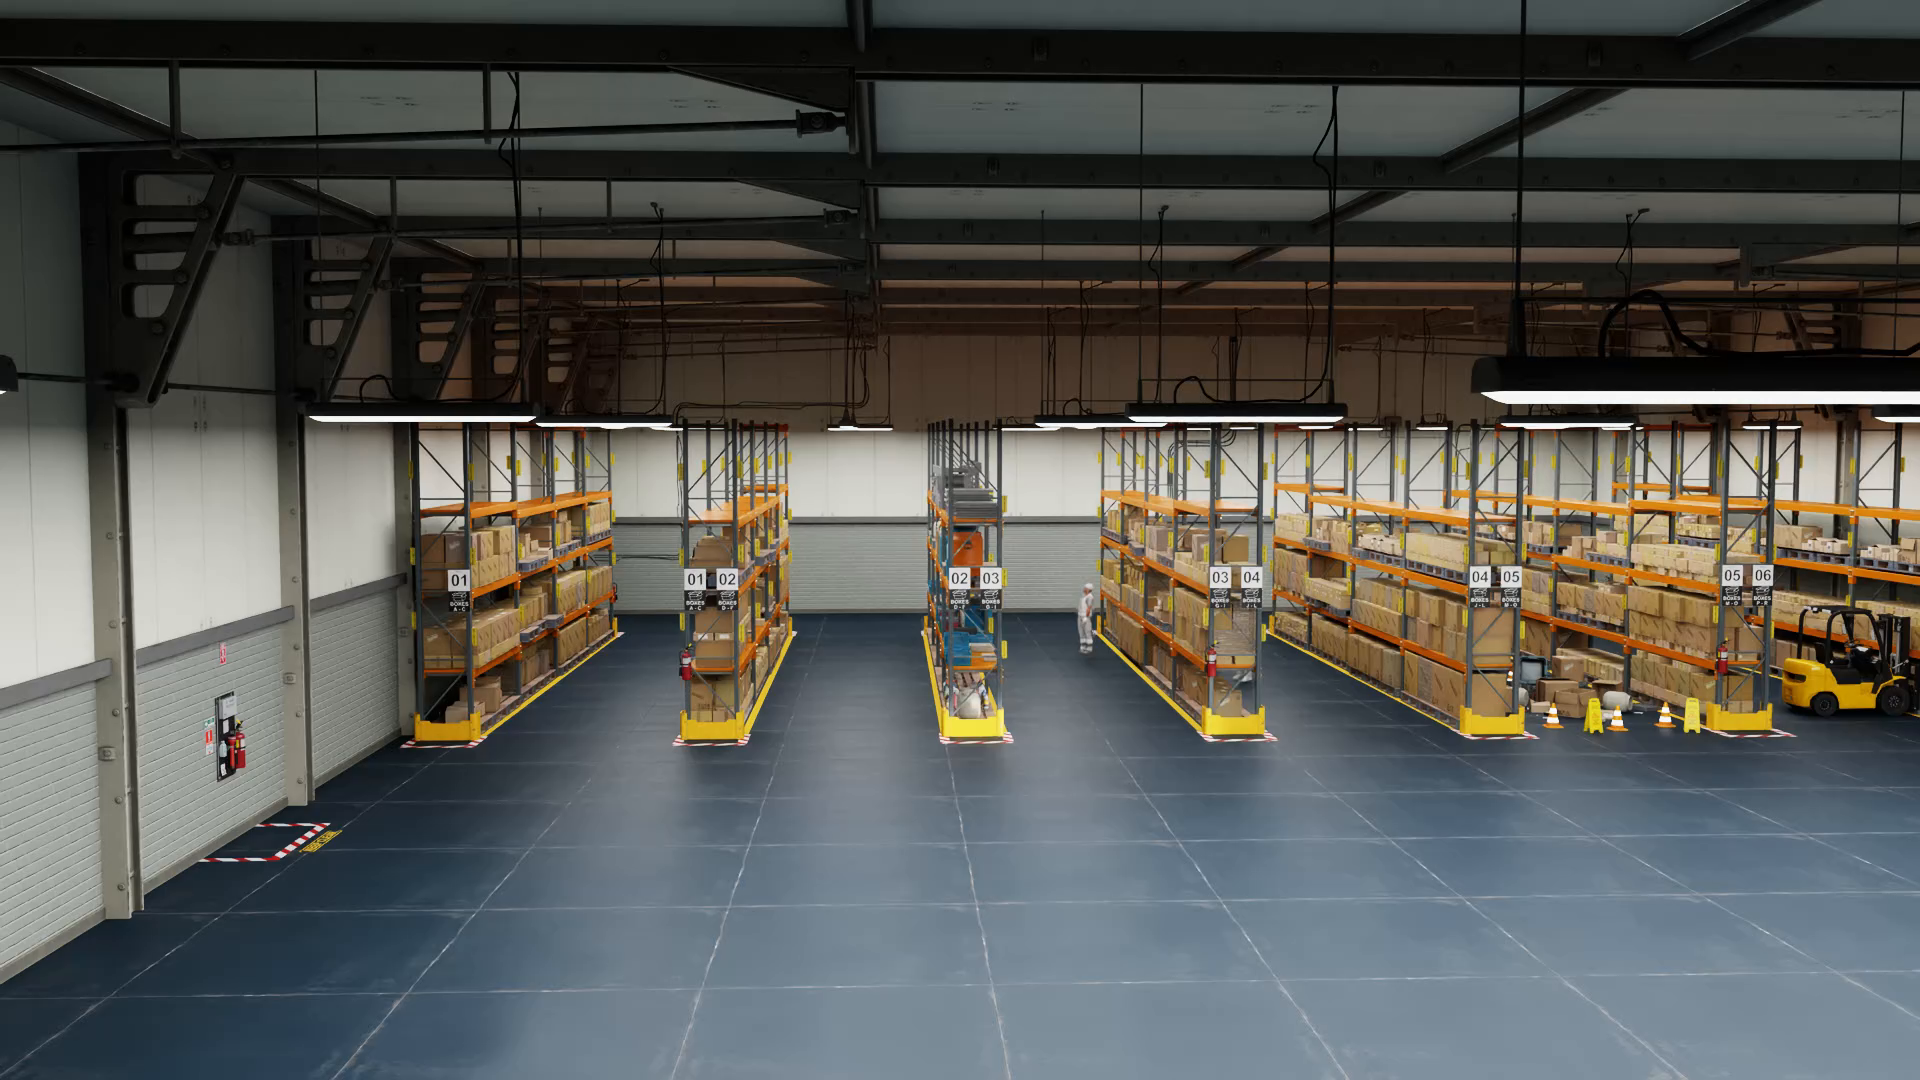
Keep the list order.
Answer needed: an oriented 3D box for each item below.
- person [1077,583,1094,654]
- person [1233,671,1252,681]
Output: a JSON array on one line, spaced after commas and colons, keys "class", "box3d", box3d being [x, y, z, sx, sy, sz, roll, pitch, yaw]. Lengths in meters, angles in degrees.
[{"class": "person", "box3d": [3.160, 1.977, 42.107, 0.449, 1.786, 0.576, -2, 4, -33]}, {"class": "person", "box3d": [6.565, 2.355, 38.586, 0.422, 1.786, 0.616, -2, 4, -23]}]
